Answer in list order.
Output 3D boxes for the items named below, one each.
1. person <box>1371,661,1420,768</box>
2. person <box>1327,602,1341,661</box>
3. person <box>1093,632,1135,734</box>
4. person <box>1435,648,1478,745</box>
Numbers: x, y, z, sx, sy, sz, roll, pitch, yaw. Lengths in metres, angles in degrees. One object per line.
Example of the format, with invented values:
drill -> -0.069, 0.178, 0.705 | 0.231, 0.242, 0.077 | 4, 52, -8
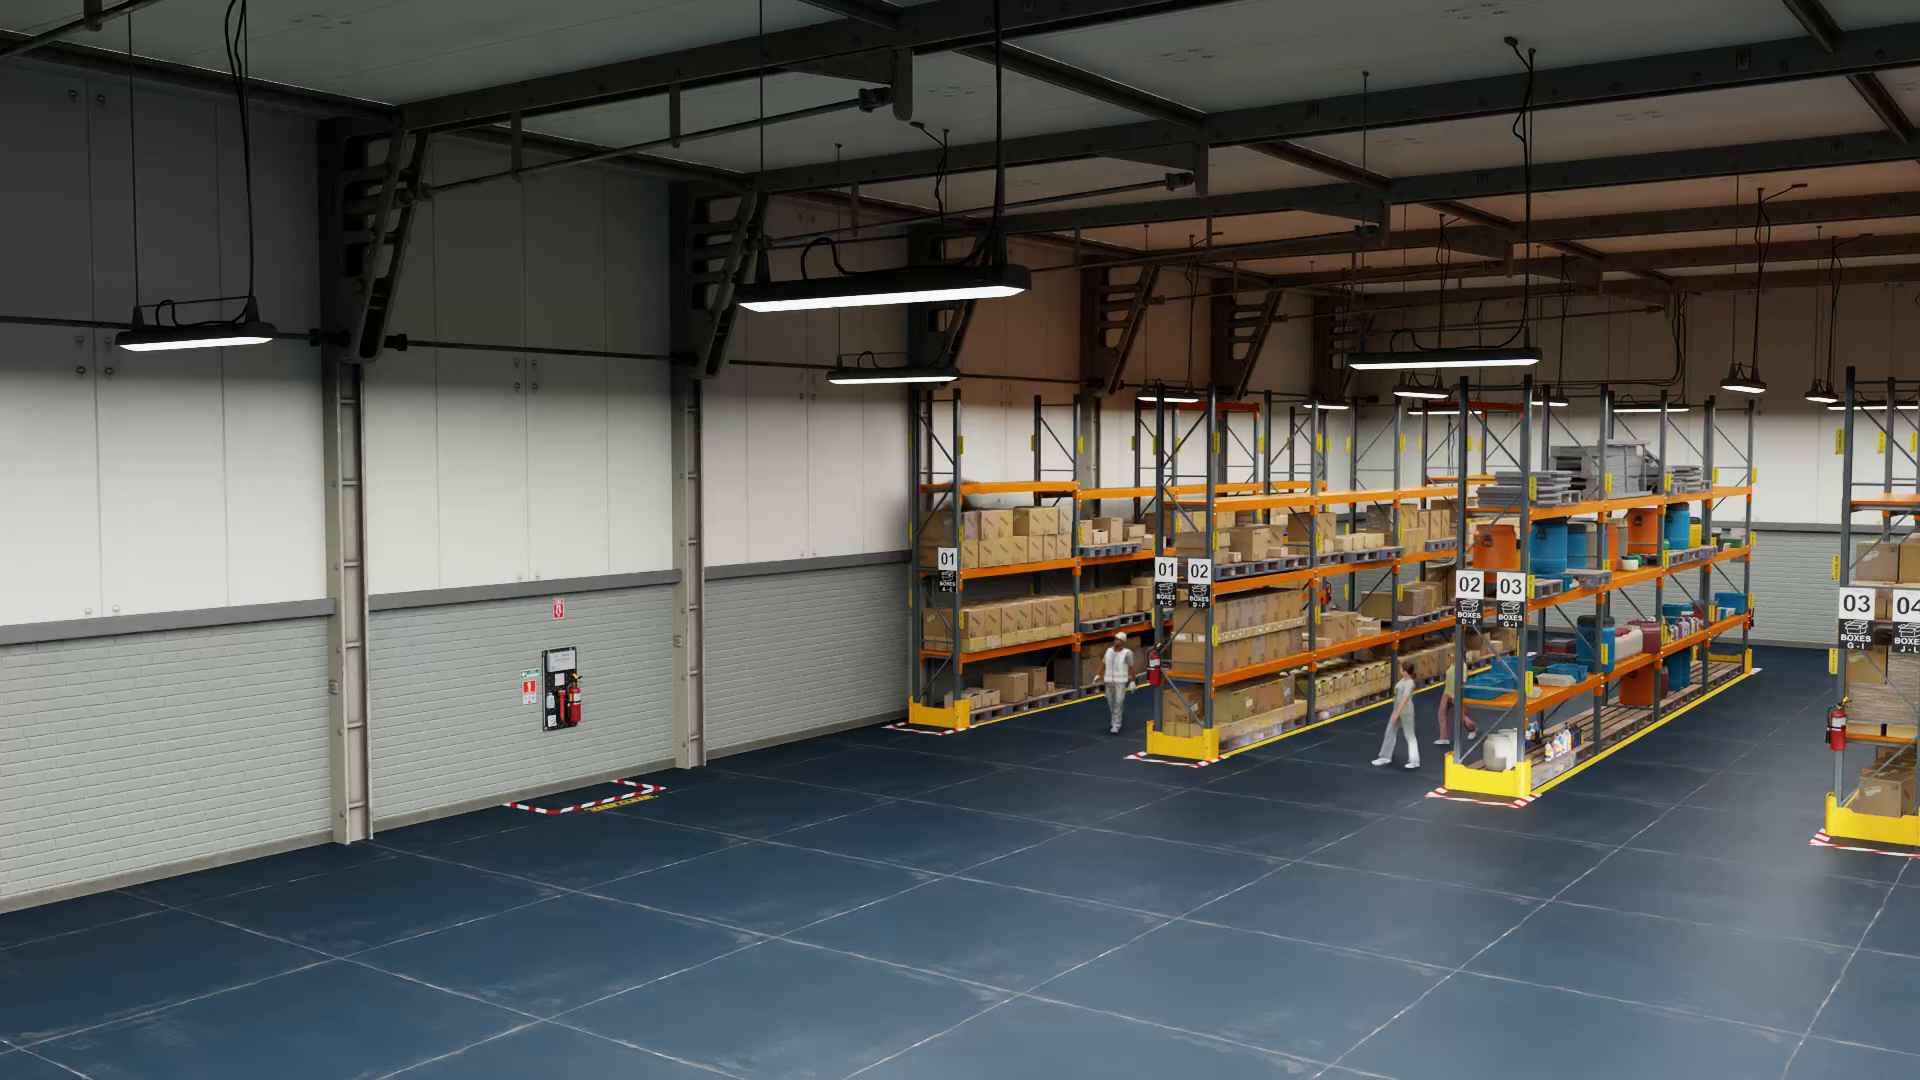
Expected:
person -> 6.808, 2.696, 25.826 | 0.651, 1.660, 0.530 | -1, 3, -16
person -> 7.989, 2.152, 35.576 | 0.501, 1.645, 0.928 | 3, 4, 42
person -> 2.702, 2.477, 29.060 | 0.699, 1.726, 1.048 | 1, 3, 21
person -> 8.315, 2.639, 27.811 | 0.861, 1.530, 0.458 | -2, 4, -35
